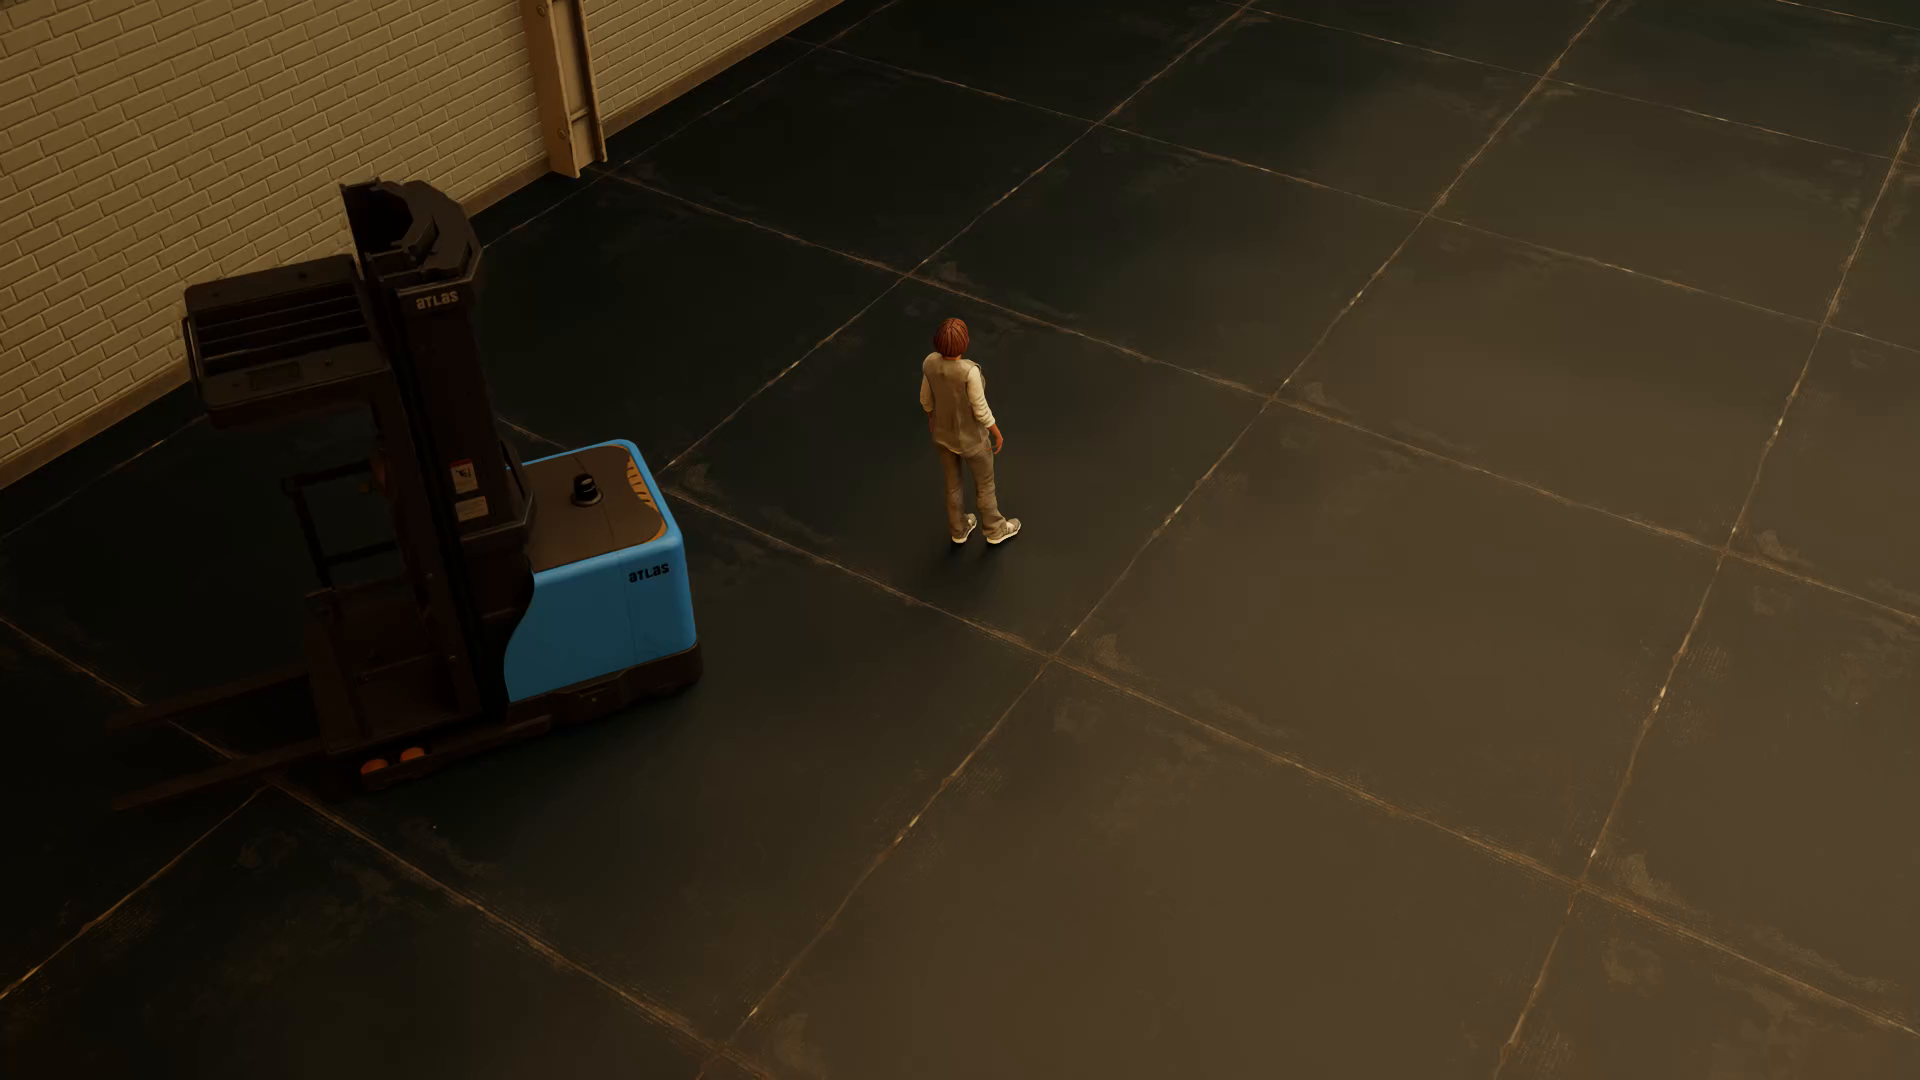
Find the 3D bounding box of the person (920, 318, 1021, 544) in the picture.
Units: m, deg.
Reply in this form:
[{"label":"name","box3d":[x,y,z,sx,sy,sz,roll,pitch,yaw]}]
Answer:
[{"label":"person","box3d":[0.052,-0.644,9.762,0.521,1.580,0.473,22,45,24]}]

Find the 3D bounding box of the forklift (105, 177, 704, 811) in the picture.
[{"label":"forklift","box3d":[-2.990,-0.203,8.206,3.031,2.935,1.130,-16,43,-19]}]
